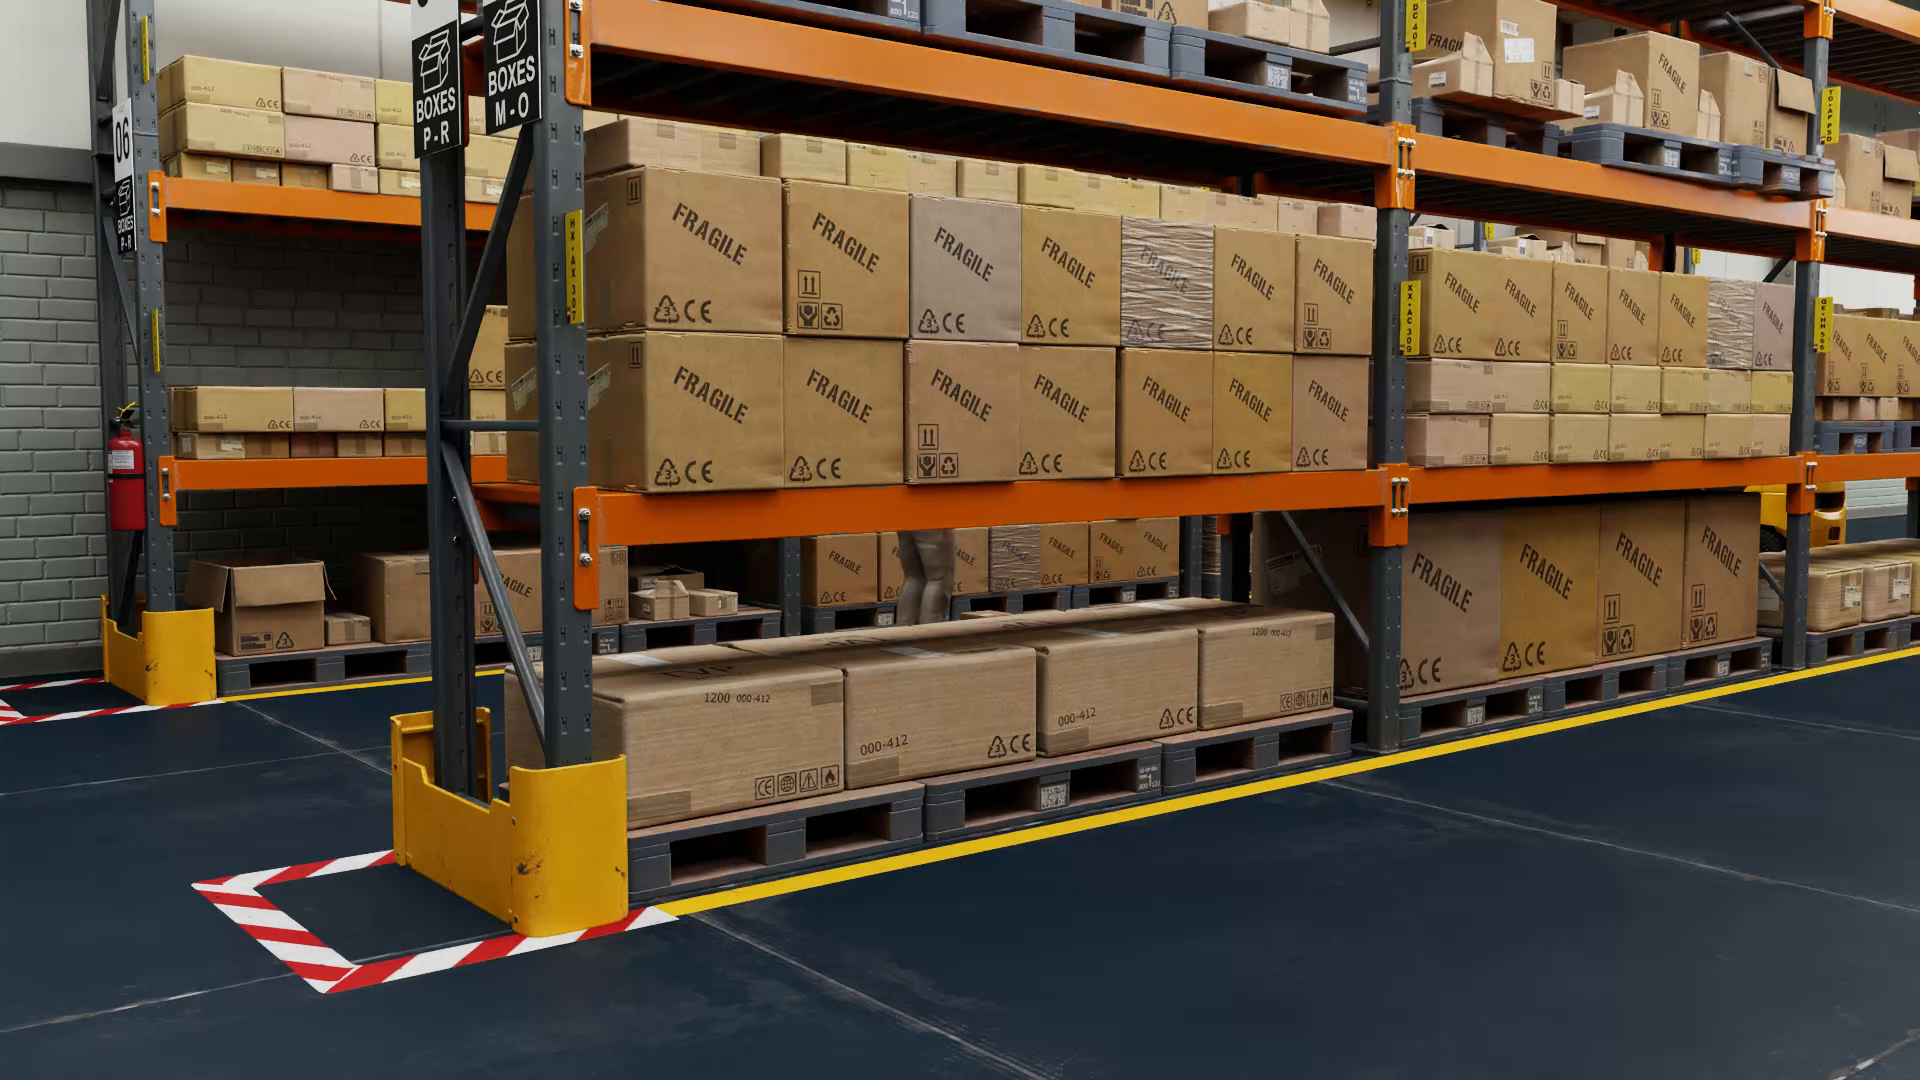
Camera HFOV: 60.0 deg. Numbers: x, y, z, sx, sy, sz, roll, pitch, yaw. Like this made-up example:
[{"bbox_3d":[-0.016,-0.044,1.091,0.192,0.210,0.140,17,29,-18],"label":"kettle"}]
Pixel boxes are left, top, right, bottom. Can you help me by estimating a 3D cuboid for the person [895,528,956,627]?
[{"bbox_3d":[-0.217,-0.105,10.576,0.360,1.721,0.528,-3,5,-38],"label":"person"}]
